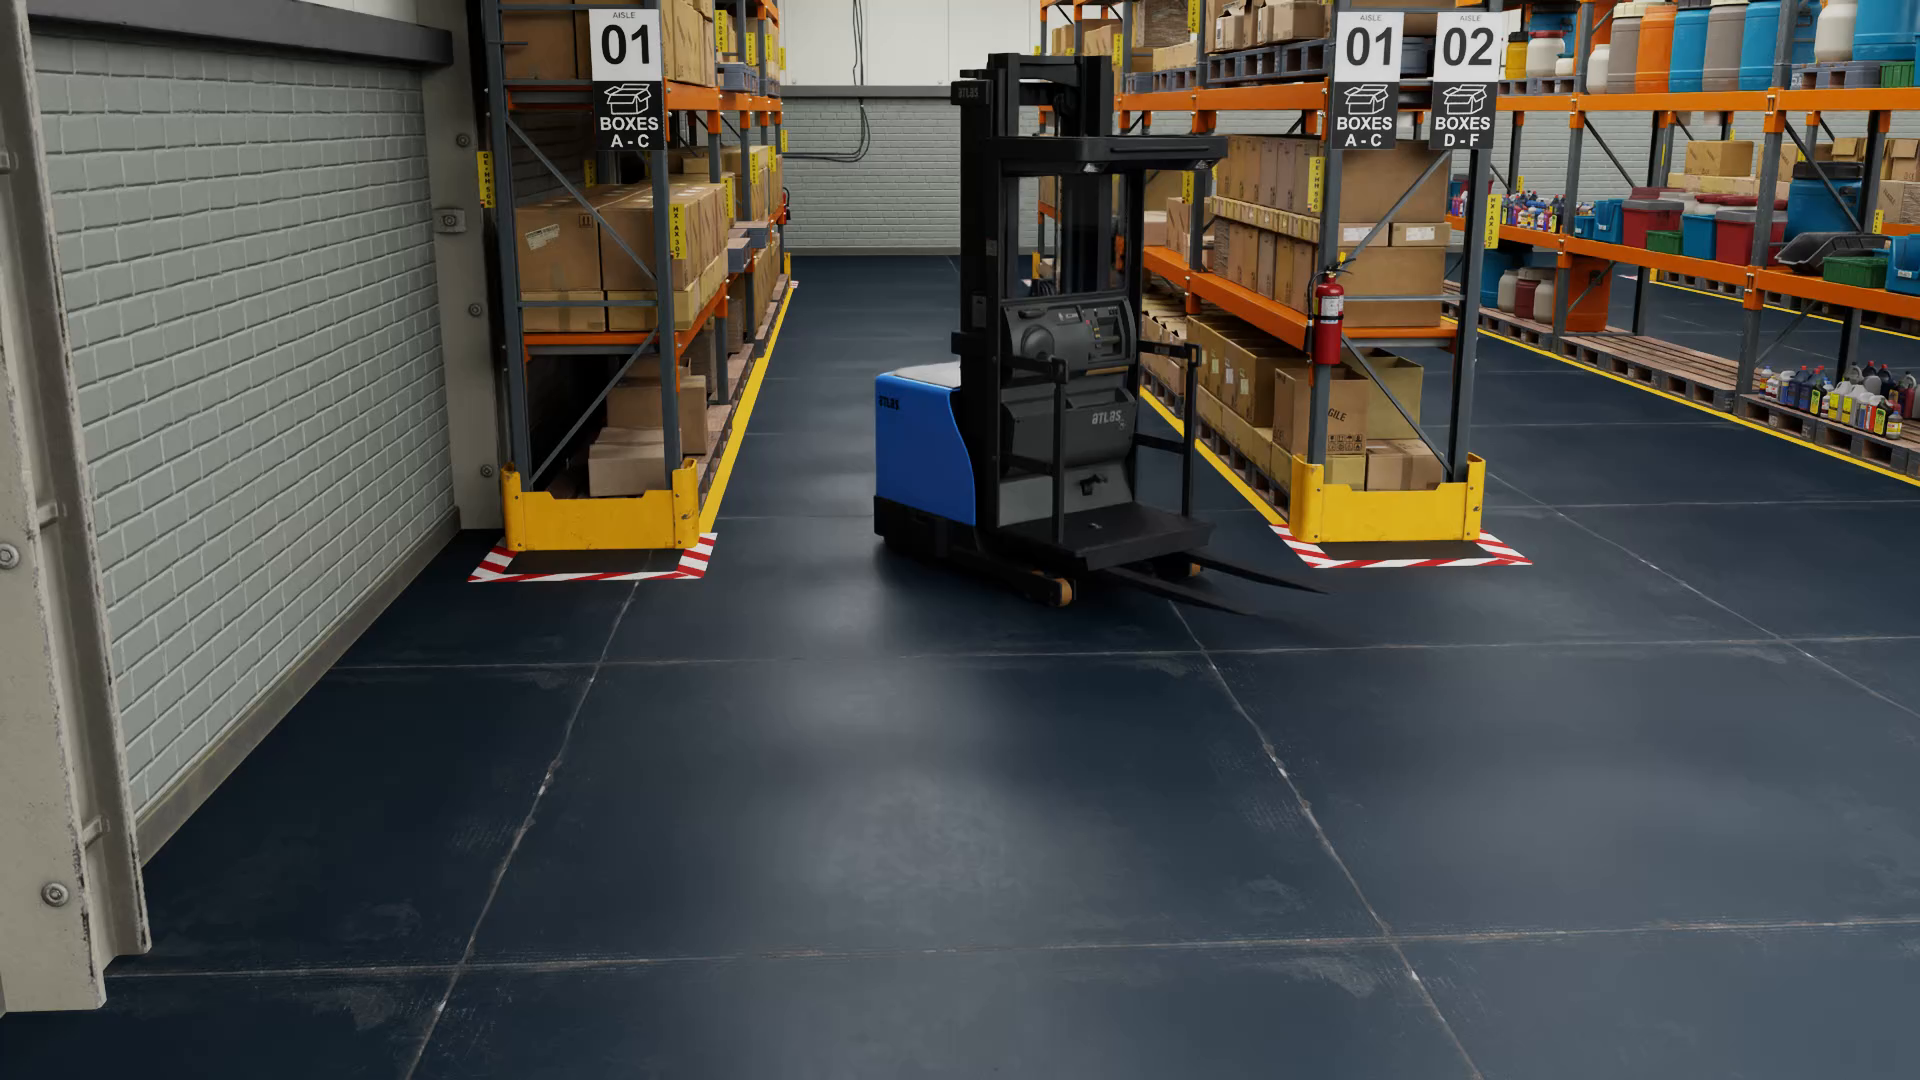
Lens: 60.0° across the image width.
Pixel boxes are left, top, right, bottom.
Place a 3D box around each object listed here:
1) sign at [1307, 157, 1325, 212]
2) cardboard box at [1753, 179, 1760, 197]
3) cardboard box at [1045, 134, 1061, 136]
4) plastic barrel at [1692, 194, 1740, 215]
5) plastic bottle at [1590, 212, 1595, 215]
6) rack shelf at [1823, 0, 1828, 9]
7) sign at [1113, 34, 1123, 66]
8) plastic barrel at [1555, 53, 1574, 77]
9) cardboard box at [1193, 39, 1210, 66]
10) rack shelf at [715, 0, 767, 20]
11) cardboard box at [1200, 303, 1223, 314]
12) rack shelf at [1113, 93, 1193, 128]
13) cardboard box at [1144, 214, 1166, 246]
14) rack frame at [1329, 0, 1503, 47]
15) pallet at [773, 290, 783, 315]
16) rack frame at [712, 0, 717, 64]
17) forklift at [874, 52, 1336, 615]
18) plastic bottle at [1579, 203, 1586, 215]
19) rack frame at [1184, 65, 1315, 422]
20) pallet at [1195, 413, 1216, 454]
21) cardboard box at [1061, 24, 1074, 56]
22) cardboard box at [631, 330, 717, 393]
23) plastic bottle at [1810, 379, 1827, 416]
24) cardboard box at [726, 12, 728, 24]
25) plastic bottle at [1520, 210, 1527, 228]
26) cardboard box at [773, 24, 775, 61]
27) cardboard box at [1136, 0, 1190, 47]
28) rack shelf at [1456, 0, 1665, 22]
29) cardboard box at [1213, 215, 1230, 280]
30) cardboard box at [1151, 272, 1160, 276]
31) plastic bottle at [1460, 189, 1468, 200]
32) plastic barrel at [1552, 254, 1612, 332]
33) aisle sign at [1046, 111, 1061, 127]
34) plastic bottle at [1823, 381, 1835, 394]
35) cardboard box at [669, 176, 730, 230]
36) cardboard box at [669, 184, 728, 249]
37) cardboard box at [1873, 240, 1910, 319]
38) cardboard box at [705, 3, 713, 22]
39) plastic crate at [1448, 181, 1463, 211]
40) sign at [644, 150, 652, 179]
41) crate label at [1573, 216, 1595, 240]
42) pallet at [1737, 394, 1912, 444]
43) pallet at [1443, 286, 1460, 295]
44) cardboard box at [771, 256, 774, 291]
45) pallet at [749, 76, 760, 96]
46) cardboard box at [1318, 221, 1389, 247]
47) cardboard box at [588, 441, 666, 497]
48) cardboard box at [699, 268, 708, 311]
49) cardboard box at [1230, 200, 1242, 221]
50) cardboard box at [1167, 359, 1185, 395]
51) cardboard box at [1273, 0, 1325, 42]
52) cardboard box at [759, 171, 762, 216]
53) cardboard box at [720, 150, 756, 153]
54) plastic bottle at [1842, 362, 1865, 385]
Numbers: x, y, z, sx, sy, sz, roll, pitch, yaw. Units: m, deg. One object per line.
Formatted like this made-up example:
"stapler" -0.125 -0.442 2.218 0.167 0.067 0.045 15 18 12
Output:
"sign" 2.170 -2.163 10.114 0.100 0.325 0.005 -1 14 -3
"cardboard box" 11.533 -4.935 23.390 0.500 0.250 0.500 0 14 -2
"cardboard box" 1.525 -5.760 24.686 0.500 0.500 0.500 -1 14 -3
"plastic barrel" 7.496 -3.160 16.516 0.433 0.535 0.433 0 14 0
"plastic bottle" 7.305 -3.683 19.218 0.097 0.201 0.097 0 14 0
"rack shelf" 11.980 -6.495 19.956 1.077 0.370 4.000 -1 14 -3
"sign" 1.675 -5.177 17.571 0.100 0.325 0.005 -1 14 -3
"plastic barrel" 6.948 -5.411 18.952 0.301 0.262 0.301 0 14 0
"cardboard box" 2.399 -4.361 14.893 0.500 0.250 0.500 -2 15 -9
"rack shelf" -2.851 -6.265 19.064 1.077 0.370 4.000 -1 14 -3
"cardboard box" 2.562 -2.244 16.779 0.500 0.311 0.500 -1 14 -4
"rack shelf" 2.093 -5.084 19.689 1.077 0.370 4.000 -1 14 -3
"cardboard box" 2.079 -3.214 17.175 0.500 0.311 0.500 -1 14 -4
"rack frame" 2.713 -4.398 9.560 1.000 3.000 0.127 -1 14 -3
"pallet" -2.944 -3.239 22.693 1.003 0.211 1.213 -1 14 -3
"rack frame" -2.479 -5.315 13.125 1.000 3.000 0.127 -1 14 -3
"forklift" 0.759 -1.186 9.256 1.130 2.935 3.031 -11 18 -36
"plastic bottle" 7.420 -3.867 19.794 0.097 0.271 0.097 0 14 0
"rack frame" 2.465 -2.487 14.174 1.000 3.000 0.127 -1 14 -3
"pallet" 2.472 -0.938 13.750 1.003 0.211 1.213 -1 14 -3
"cardboard box" 1.791 -6.955 23.312 0.700 0.500 0.500 -1 14 -3
"cardboard box" -2.541 -1.595 14.840 0.700 0.500 0.500 0 14 -2
"plastic bottle" 7.025 -1.165 13.601 0.061 0.283 0.133 0 14 -1
"cardboard box" -3.002 -6.119 19.680 0.500 0.250 0.500 -1 14 -5
"plastic bottle" 6.671 -3.787 19.624 0.097 0.201 0.097 0 14 0
"cardboard box" -2.844 -6.957 23.280 0.500 0.500 0.500 -2 15 -6
"cardboard box" 2.196 -5.576 17.951 0.500 0.500 0.500 -1 14 -3
"rack shelf" 7.037 -6.418 19.659 1.077 0.370 4.000 -1 14 -3
"cardboard box" 2.498 -2.425 13.733 0.700 0.500 0.500 -1 14 -5
"cardboard box" 2.372 -2.987 20.249 0.500 0.500 0.500 -1 14 -5
"plastic bottle" 6.614 -4.426 21.808 0.144 0.351 0.185 -1 14 -3
"plastic barrel" 7.114 -2.831 19.024 0.600 0.830 0.708 -1 14 -3
"aisle sign" 1.424 -6.743 25.497 0.394 0.787 0.004 -1 14 -3
"plastic bottle" 7.103 -1.165 13.625 0.097 0.271 0.097 0 14 0
"cardboard box" -2.589 -3.240 16.015 0.700 0.500 0.500 -1 14 -3
"cardboard box" -2.141 -2.597 13.357 0.500 0.500 0.500 -1 14 -4
"cardboard box" 12.035 -3.202 20.374 1.225 0.875 0.875 -1 14 -3
"cardboard box" -2.178 -4.285 12.892 0.500 0.500 0.500 -2 15 -8
"plastic crate" 6.544 -4.685 22.625 0.392 0.384 0.575 -1 14 -3
"sign" -3.281 -3.956 17.559 0.100 0.325 0.005 -1 14 -3
"crate label" 6.813 -3.366 17.925 0.303 0.233 0.416 -1 14 -3
"pallet" 7.409 -1.045 14.163 1.003 0.211 1.213 -1 14 -3
"pallet" 6.829 -3.384 23.256 1.003 0.211 1.213 -1 14 -3
"cardboard box" -2.947 -3.705 23.080 0.700 0.500 0.500 -1 14 -4
"pallet" -2.820 -4.925 18.008 1.213 0.211 1.003 0 14 -1
"cardboard box" 2.499 -1.947 10.572 0.380 0.149 0.250 -1 14 -4
"cardboard box" -2.184 -0.499 10.961 0.500 0.311 0.500 -3 15 -10
"cardboard box" -2.017 -1.734 11.507 0.500 0.250 0.500 -1 14 -4
"cardboard box" 2.339 -2.588 13.064 0.380 0.149 0.250 -1 14 -4
"cardboard box" 2.150 -1.458 14.848 0.500 0.250 0.500 -1 14 -4
"cardboard box" 2.378 -3.426 10.980 0.500 0.250 0.500 -1 14 -3
"cardboard box" -2.555 -3.985 19.159 0.500 0.500 0.500 -1 14 -4
"cardboard box" -2.532 -4.221 18.568 0.500 0.250 0.500 -1 14 -4
"plastic bottle" 7.592 -1.335 14.129 0.144 0.351 0.185 -1 14 -3
